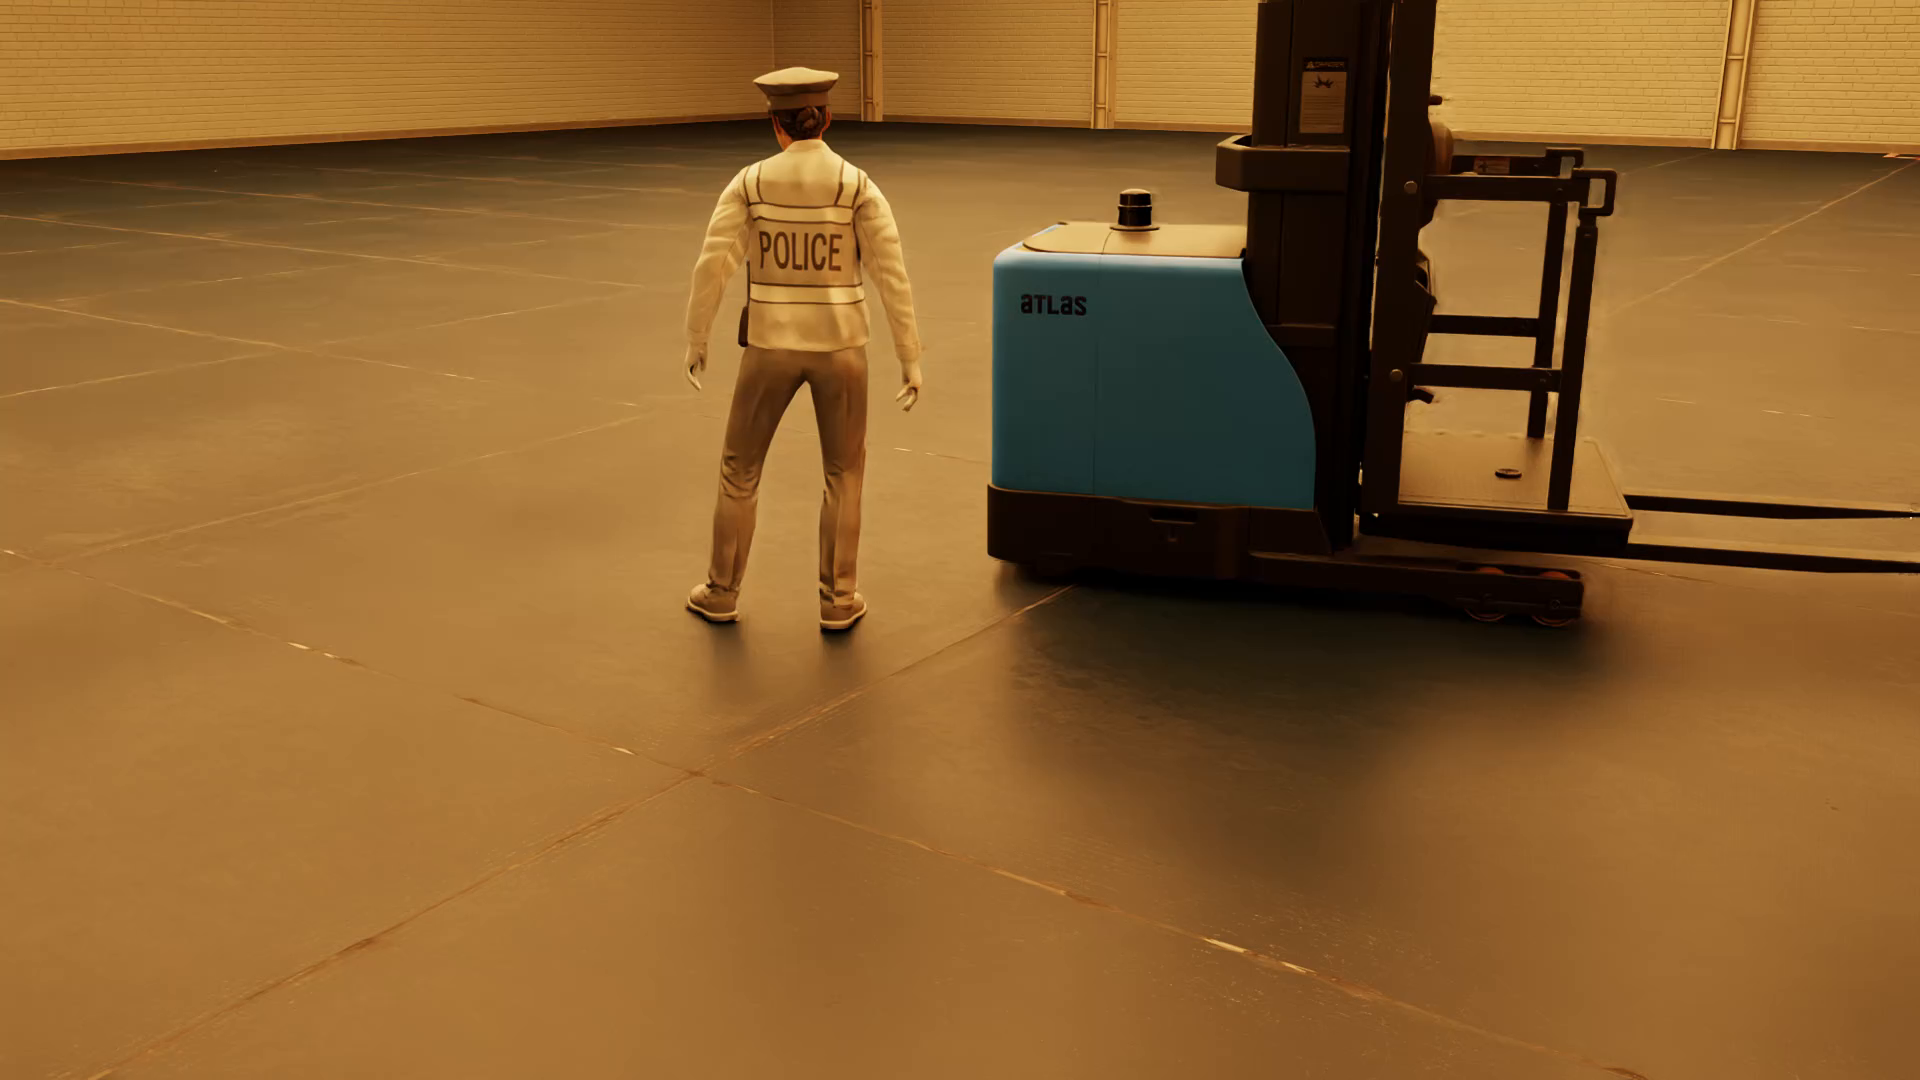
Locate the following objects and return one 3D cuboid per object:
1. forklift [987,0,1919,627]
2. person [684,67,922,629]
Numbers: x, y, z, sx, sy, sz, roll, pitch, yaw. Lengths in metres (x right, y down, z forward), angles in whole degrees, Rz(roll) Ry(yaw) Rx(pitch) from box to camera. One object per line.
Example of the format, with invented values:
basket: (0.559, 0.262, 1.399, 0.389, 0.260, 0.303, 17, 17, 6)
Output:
forklift: (1.665, -1.308, 5.206, 3.031, 2.935, 1.130, 4, 17, 14)
person: (-0.485, -0.549, 4.934, 0.741, 1.641, 0.357, 0, 17, -1)
